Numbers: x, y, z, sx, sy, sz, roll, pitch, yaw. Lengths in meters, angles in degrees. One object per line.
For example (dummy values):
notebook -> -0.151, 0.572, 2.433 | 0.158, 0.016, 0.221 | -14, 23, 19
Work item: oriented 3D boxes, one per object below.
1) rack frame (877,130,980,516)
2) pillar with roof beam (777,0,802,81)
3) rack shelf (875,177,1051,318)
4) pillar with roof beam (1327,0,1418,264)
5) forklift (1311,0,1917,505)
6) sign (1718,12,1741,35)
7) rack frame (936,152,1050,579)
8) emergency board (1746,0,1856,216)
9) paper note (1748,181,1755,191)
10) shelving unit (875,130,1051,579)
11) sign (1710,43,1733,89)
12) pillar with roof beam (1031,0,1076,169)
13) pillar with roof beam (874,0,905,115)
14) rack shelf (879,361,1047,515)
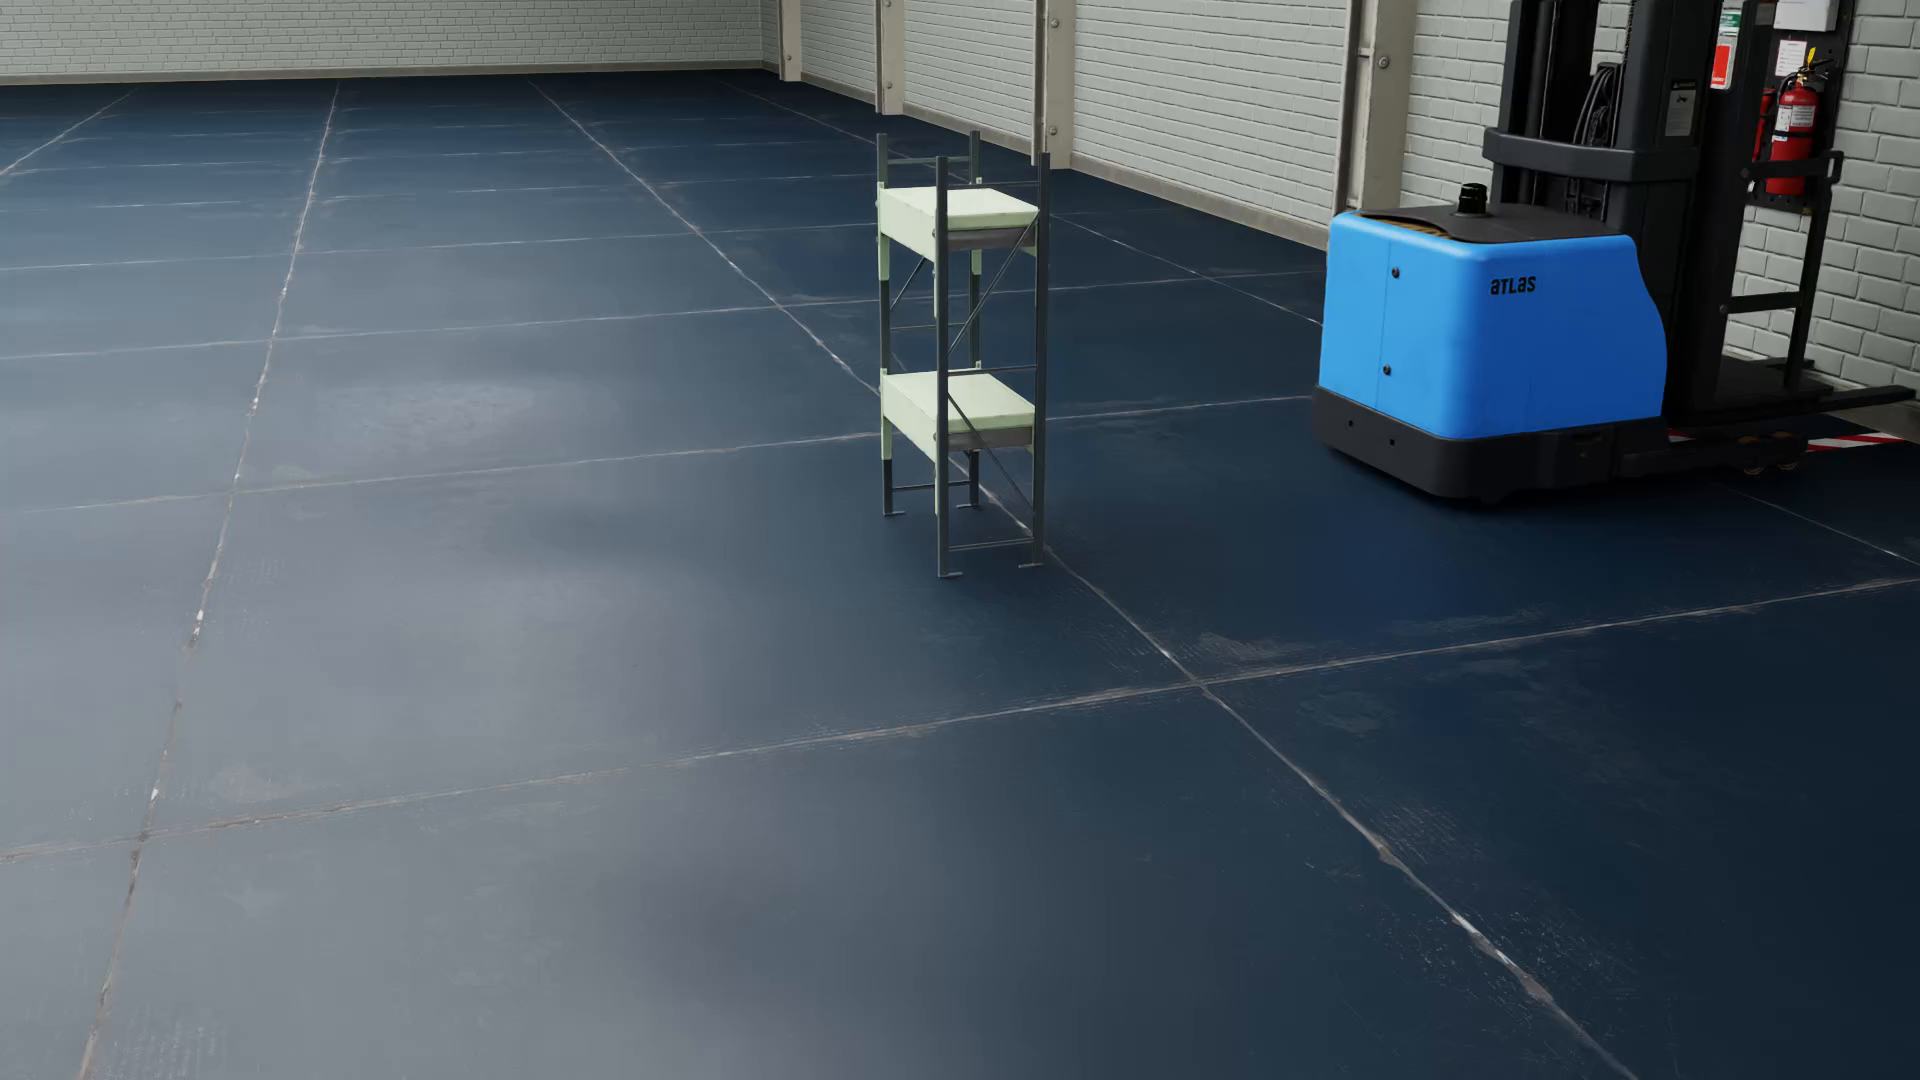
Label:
rack frame -> -0.117, -0.825, 6.496 | 0.400, 1.500, 0.023 | -6, 21, -17
pillar with roof beam -> -6.912, -11.475, 25.053 | 9.100, 9.000, 0.400 | -6, 21, -17
rack shelf -> -0.002, -1.075, 6.037 | 0.431, 0.370, 0.720 | -6, 21, -17
pillar with roof beam -> -1.254, -5.699, 8.971 | 9.100, 9.000, 0.400 | -6, 21, -17
forklift -> 3.157, -1.818, 7.143 | 3.031, 2.935, 1.130 | -7, 21, -20
sign -> 3.895, -2.657, 8.540 | 0.001, 0.109, 0.331 | -6, 21, -17
rack frame -> 0.113, -0.591, 5.842 | 0.400, 1.500, 0.023 | -6, 21, -17
emergency board -> 3.978, -2.205, 8.117 | 0.194, 1.169, 0.643 | -6, 21, -17
paper note -> 3.988, -1.854, 8.445 | 0.016, 0.148, 0.142 | -6, 21, -17
shelving unit -> -0.002, -0.708, 6.169 | 0.431, 1.500, 0.755 | -6, 21, -17
sign -> 3.902, -2.410, 8.636 | 0.001, 0.329, 0.234 | -6, 21, -17
pillar with roof beam -> -3.140, -7.625, 14.332 | 9.100, 9.000, 0.400 | -6, 21, -17
pillar with roof beam -> -5.026, -9.550, 19.693 | 9.100, 9.000, 0.400 | -6, 21, -17
rack shelf -> -0.002, -0.401, 6.279 | 0.431, 0.370, 0.720 | -6, 21, -17
